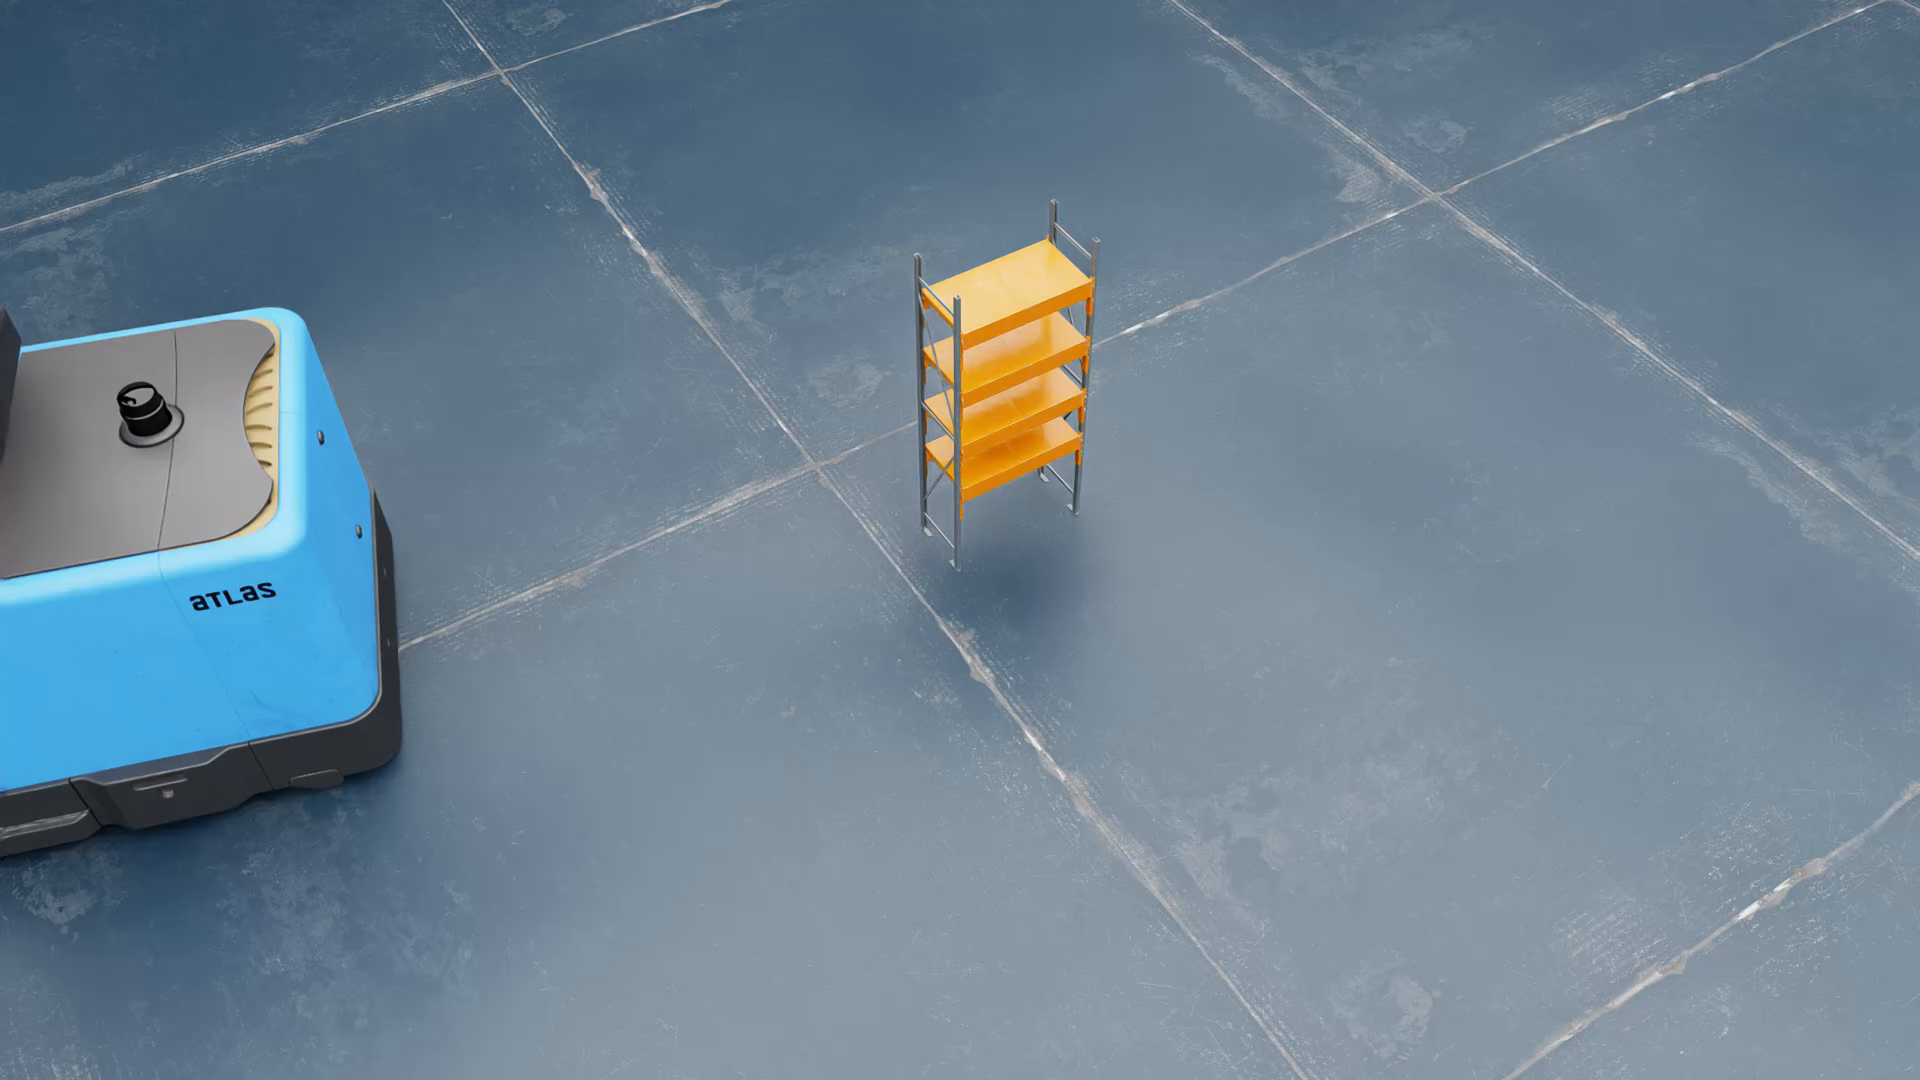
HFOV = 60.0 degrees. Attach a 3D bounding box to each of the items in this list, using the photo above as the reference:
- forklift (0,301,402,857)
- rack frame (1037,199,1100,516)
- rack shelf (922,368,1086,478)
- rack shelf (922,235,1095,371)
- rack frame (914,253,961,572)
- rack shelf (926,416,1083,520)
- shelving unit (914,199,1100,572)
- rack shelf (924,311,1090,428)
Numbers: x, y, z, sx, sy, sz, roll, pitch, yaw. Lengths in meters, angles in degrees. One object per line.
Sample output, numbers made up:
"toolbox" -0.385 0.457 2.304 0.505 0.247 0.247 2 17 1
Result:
"forklift" -3.288 -0.338 4.088 3.031 2.935 1.130 -11 49 -10
"rack frame" 0.346 -0.562 5.447 0.015 1.200 0.240 -25 53 -21
"rack shelf" 0.140 -0.420 5.411 0.480 0.148 0.258 -25 53 -21
"rack shelf" 0.140 -0.726 5.067 0.480 0.148 0.258 -25 53 -21
"rack frame" -0.066 -0.368 5.274 0.015 1.200 0.240 -25 53 -21
"rack shelf" 0.140 -0.288 5.559 0.480 0.148 0.258 -25 53 -21
"shelving unit" 0.140 -0.465 5.361 0.503 1.200 0.258 -25 53 -21
"rack shelf" 0.140 -0.569 5.244 0.480 0.148 0.258 -25 53 -21
